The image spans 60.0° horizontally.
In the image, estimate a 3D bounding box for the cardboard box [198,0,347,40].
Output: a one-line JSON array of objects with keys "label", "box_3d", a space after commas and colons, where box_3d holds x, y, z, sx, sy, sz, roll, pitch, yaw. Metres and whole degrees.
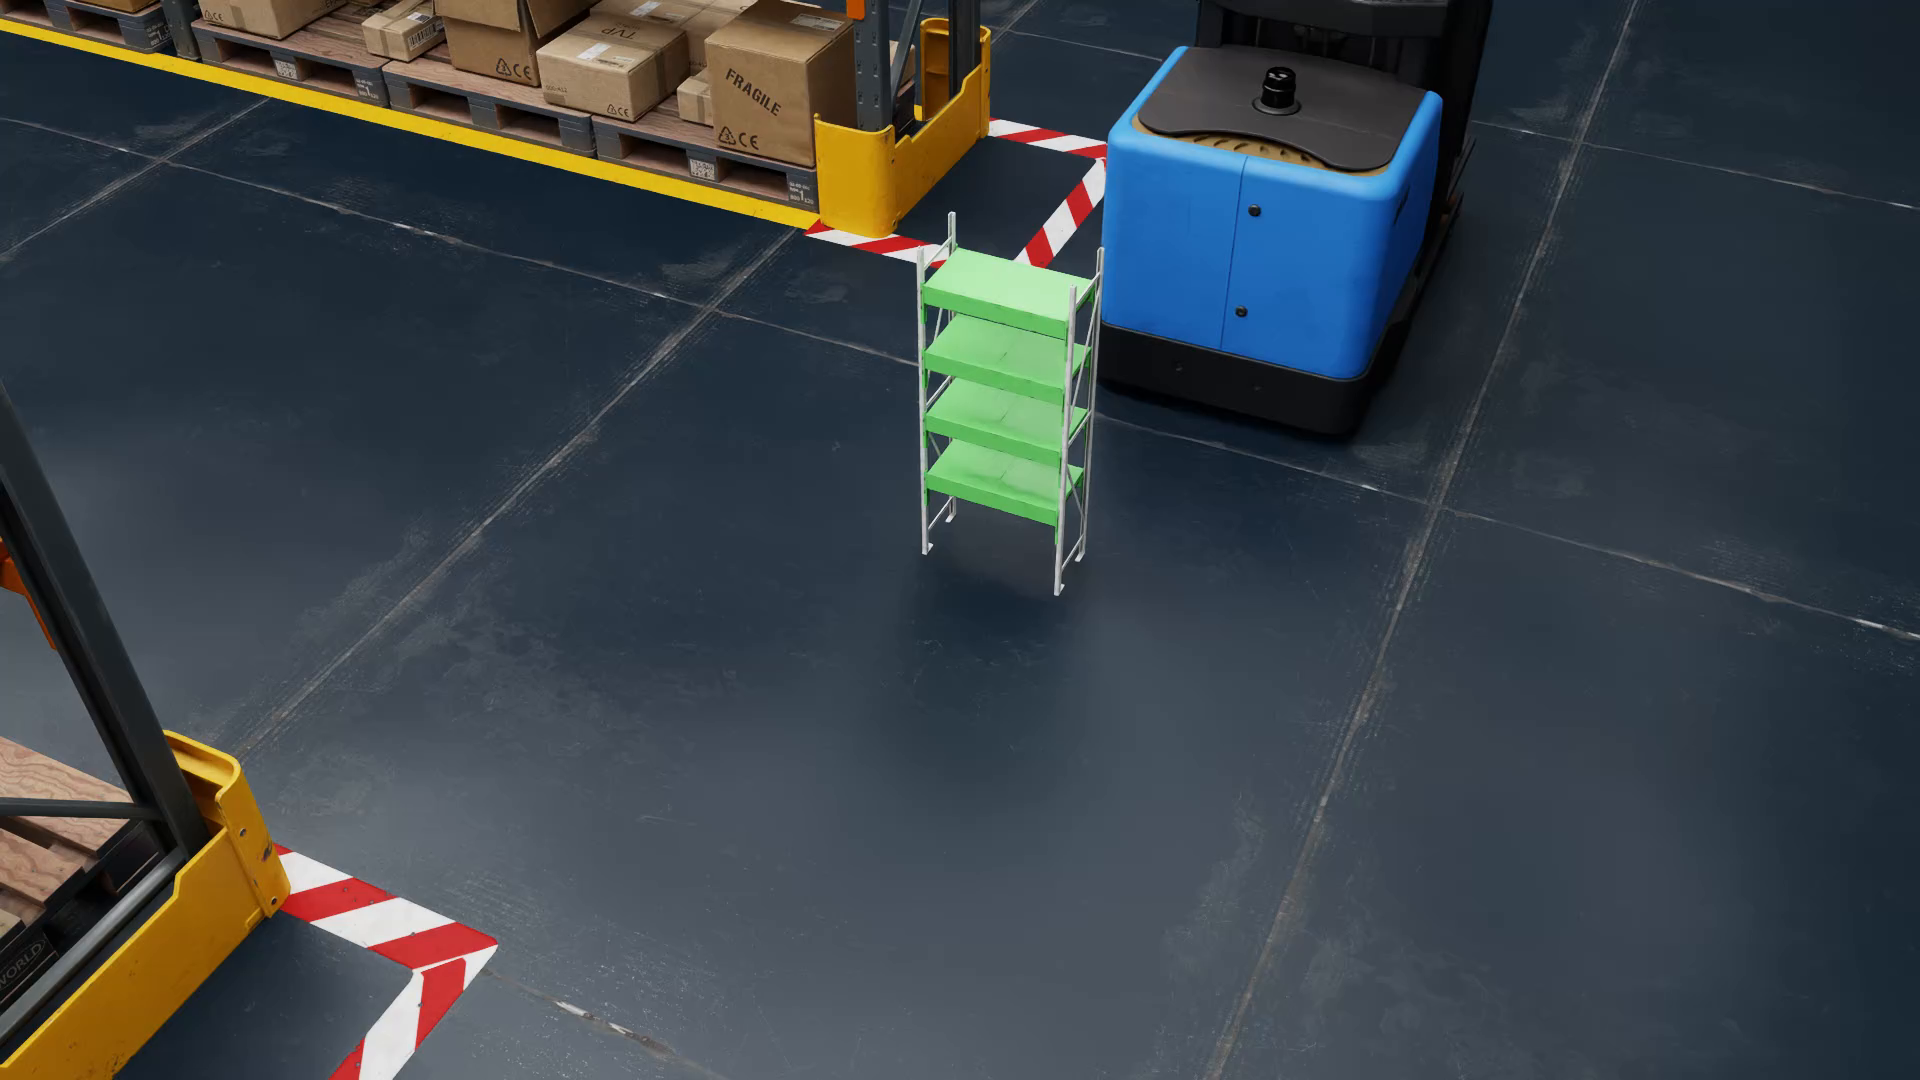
[{"label": "cardboard box", "box_3d": [-3.506, -2.824, 8.434, 0.500, 0.311, 0.500, 17, 44, 19]}]

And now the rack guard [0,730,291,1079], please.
[{"label": "rack guard", "box_3d": [-2.241, 1.072, 4.131, 0.348, 0.500, 1.175, 17, 44, 19]}]

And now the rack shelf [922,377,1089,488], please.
[{"label": "rack shelf", "box_3d": [0.150, -0.359, 5.346, 0.480, 0.148, 0.258, 17, 44, 19]}]

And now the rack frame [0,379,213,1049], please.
[{"label": "rack frame", "box_3d": [-2.268, 0.129, 3.311, 0.127, 3.000, 1.000, 17, 44, 19]}]

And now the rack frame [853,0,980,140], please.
[{"label": "rack frame", "box_3d": [-0.171, -2.810, 6.702, 0.127, 3.000, 1.000, 17, 44, 19]}]

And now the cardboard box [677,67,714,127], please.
[{"label": "cardboard box", "box_3d": [-1.096, -2.076, 7.682, 0.250, 0.166, 0.380, 17, 44, 19]}]

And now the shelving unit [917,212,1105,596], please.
[{"label": "shelving unit", "box_3d": [0.150, -0.408, 5.304, 0.503, 1.200, 0.258, 17, 44, 19]}]

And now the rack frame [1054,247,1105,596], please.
[{"label": "rack frame", "box_3d": [0.371, -0.340, 5.226, 0.015, 1.200, 0.240, 17, 44, 19]}]

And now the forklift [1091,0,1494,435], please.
[{"label": "forklift", "box_3d": [1.562, -2.461, 6.351, 1.130, 2.935, 3.031, 16, 43, 18]}]

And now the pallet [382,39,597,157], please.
[{"label": "pallet", "box_3d": [-2.064, -2.336, 8.285, 1.213, 0.211, 1.003, 17, 44, 19]}]

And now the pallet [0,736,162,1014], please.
[{"label": "pallet", "box_3d": [-2.999, 0.931, 4.515, 1.213, 0.211, 1.003, 17, 44, 19]}]

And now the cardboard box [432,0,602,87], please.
[{"label": "cardboard box", "box_3d": [-2.091, -2.624, 8.057, 0.637, 0.503, 0.797, 17, 44, 19]}]

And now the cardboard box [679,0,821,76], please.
[{"label": "cardboard box", "box_3d": [-0.996, -2.395, 7.986, 0.500, 0.250, 0.500, 17, 44, 19]}]

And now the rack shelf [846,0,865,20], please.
[{"label": "rack shelf", "box_3d": [-1.983, -3.092, 7.577, 4.000, 0.370, 1.077, 17, 44, 19]}]

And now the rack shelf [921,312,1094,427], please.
[{"label": "rack shelf", "box_3d": [0.150, -0.541, 5.189, 0.480, 0.148, 0.258, 17, 44, 19]}]

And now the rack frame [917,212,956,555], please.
[{"label": "rack frame", "box_3d": [-0.071, -0.475, 5.382, 0.015, 1.200, 0.240, 17, 44, 19]}]

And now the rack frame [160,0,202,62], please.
[{"label": "rack frame", "box_3d": [-3.795, -3.918, 7.980, 0.127, 3.000, 1.000, 17, 44, 19]}]

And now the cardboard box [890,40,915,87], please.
[{"label": "cardboard box", "box_3d": [-0.405, -2.219, 7.861, 0.250, 0.149, 0.380, 17, 44, 19]}]

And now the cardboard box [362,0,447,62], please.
[{"label": "cardboard box", "box_3d": [-2.718, -2.535, 8.212, 0.250, 0.166, 0.380, 17, 44, 19]}]

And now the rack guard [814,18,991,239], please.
[{"label": "rack guard", "box_3d": [-0.239, -1.887, 7.545, 0.348, 0.500, 1.175, 17, 44, 19]}]

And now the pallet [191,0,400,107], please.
[{"label": "pallet", "box_3d": [-3.173, -2.673, 8.673, 1.213, 0.211, 1.003, 17, 44, 19]}]

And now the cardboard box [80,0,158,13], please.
[{"label": "cardboard box", "box_3d": [-4.364, -3.106, 8.616, 0.500, 0.500, 0.500, 17, 44, 18]}]

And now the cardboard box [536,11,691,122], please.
[{"label": "cardboard box", "box_3d": [-1.616, -2.223, 7.788, 0.500, 0.250, 0.500, 17, 44, 19]}]

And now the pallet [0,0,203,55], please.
[{"label": "pallet", "box_3d": [-4.549, -3.067, 9.127, 1.213, 0.211, 1.003, 17, 44, 19]}]

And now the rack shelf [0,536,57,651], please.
[{"label": "rack shelf", "box_3d": [-4.081, -0.153, 4.186, 4.000, 0.370, 1.077, 17, 44, 19]}]

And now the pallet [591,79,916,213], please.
[{"label": "pallet", "box_3d": [-0.962, -1.998, 7.894, 1.213, 0.211, 1.003, 17, 44, 19]}]

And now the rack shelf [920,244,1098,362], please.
[{"label": "rack shelf", "box_3d": [0.150, -0.722, 5.032, 0.480, 0.148, 0.258, 17, 44, 19]}]

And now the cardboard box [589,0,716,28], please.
[{"label": "cardboard box", "box_3d": [-1.450, -2.533, 8.146, 0.500, 0.250, 0.500, 17, 44, 19]}]

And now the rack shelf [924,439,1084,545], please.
[{"label": "rack shelf", "box_3d": [0.150, -0.178, 5.503, 0.480, 0.148, 0.258, 17, 44, 19]}]

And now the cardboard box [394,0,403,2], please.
[{"label": "cardboard box", "box_3d": [-2.794, -2.949, 8.703, 0.250, 0.149, 0.380, 17, 44, 19]}]

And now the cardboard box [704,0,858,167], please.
[{"label": "cardboard box", "box_3d": [-0.767, -2.036, 7.382, 0.500, 0.500, 0.500, 17, 44, 19]}]

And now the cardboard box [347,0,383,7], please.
[{"label": "cardboard box", "box_3d": [-3.159, -3.150, 8.667, 0.500, 0.500, 0.500, 17, 44, 19]}]
